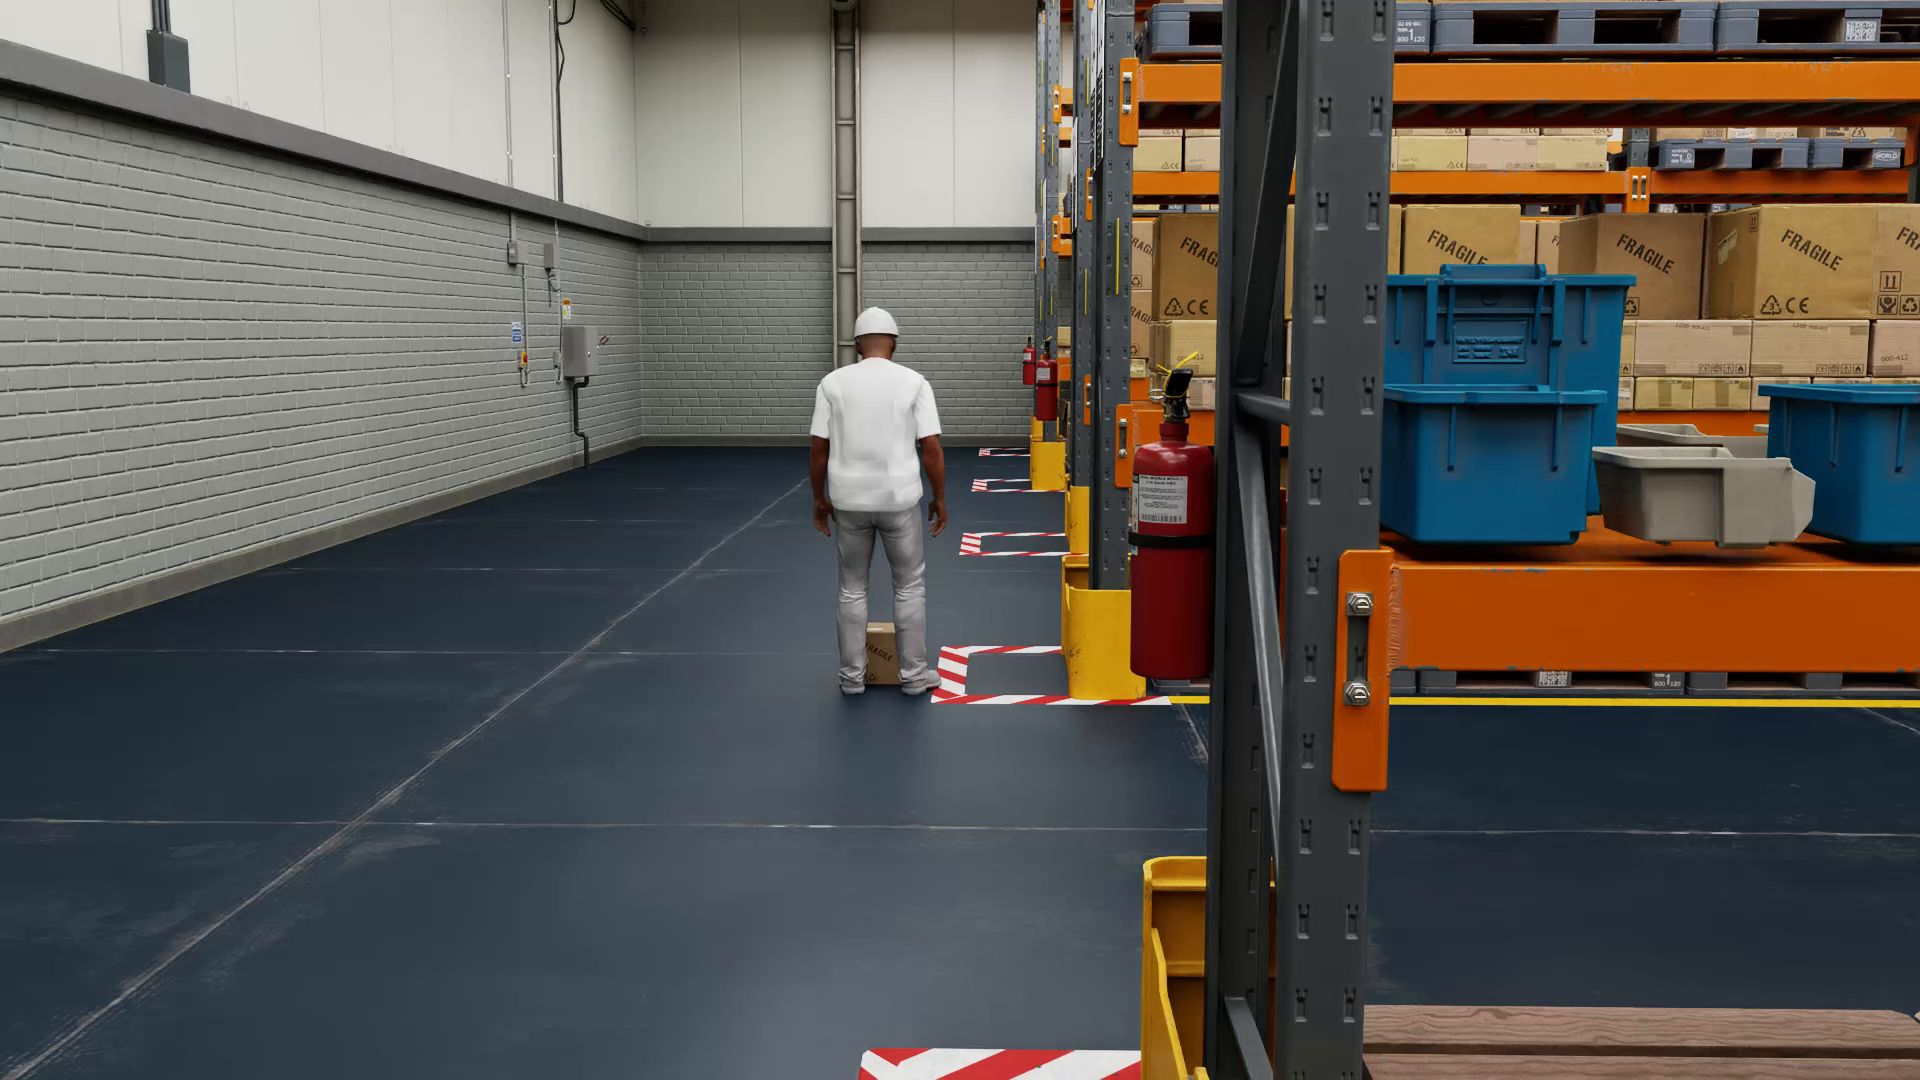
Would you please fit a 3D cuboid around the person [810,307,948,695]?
[{"bbox_3d":[-0.372,-0.179,7.615,0.627,1.761,0.456,1,7,7],"label":"person"}]
